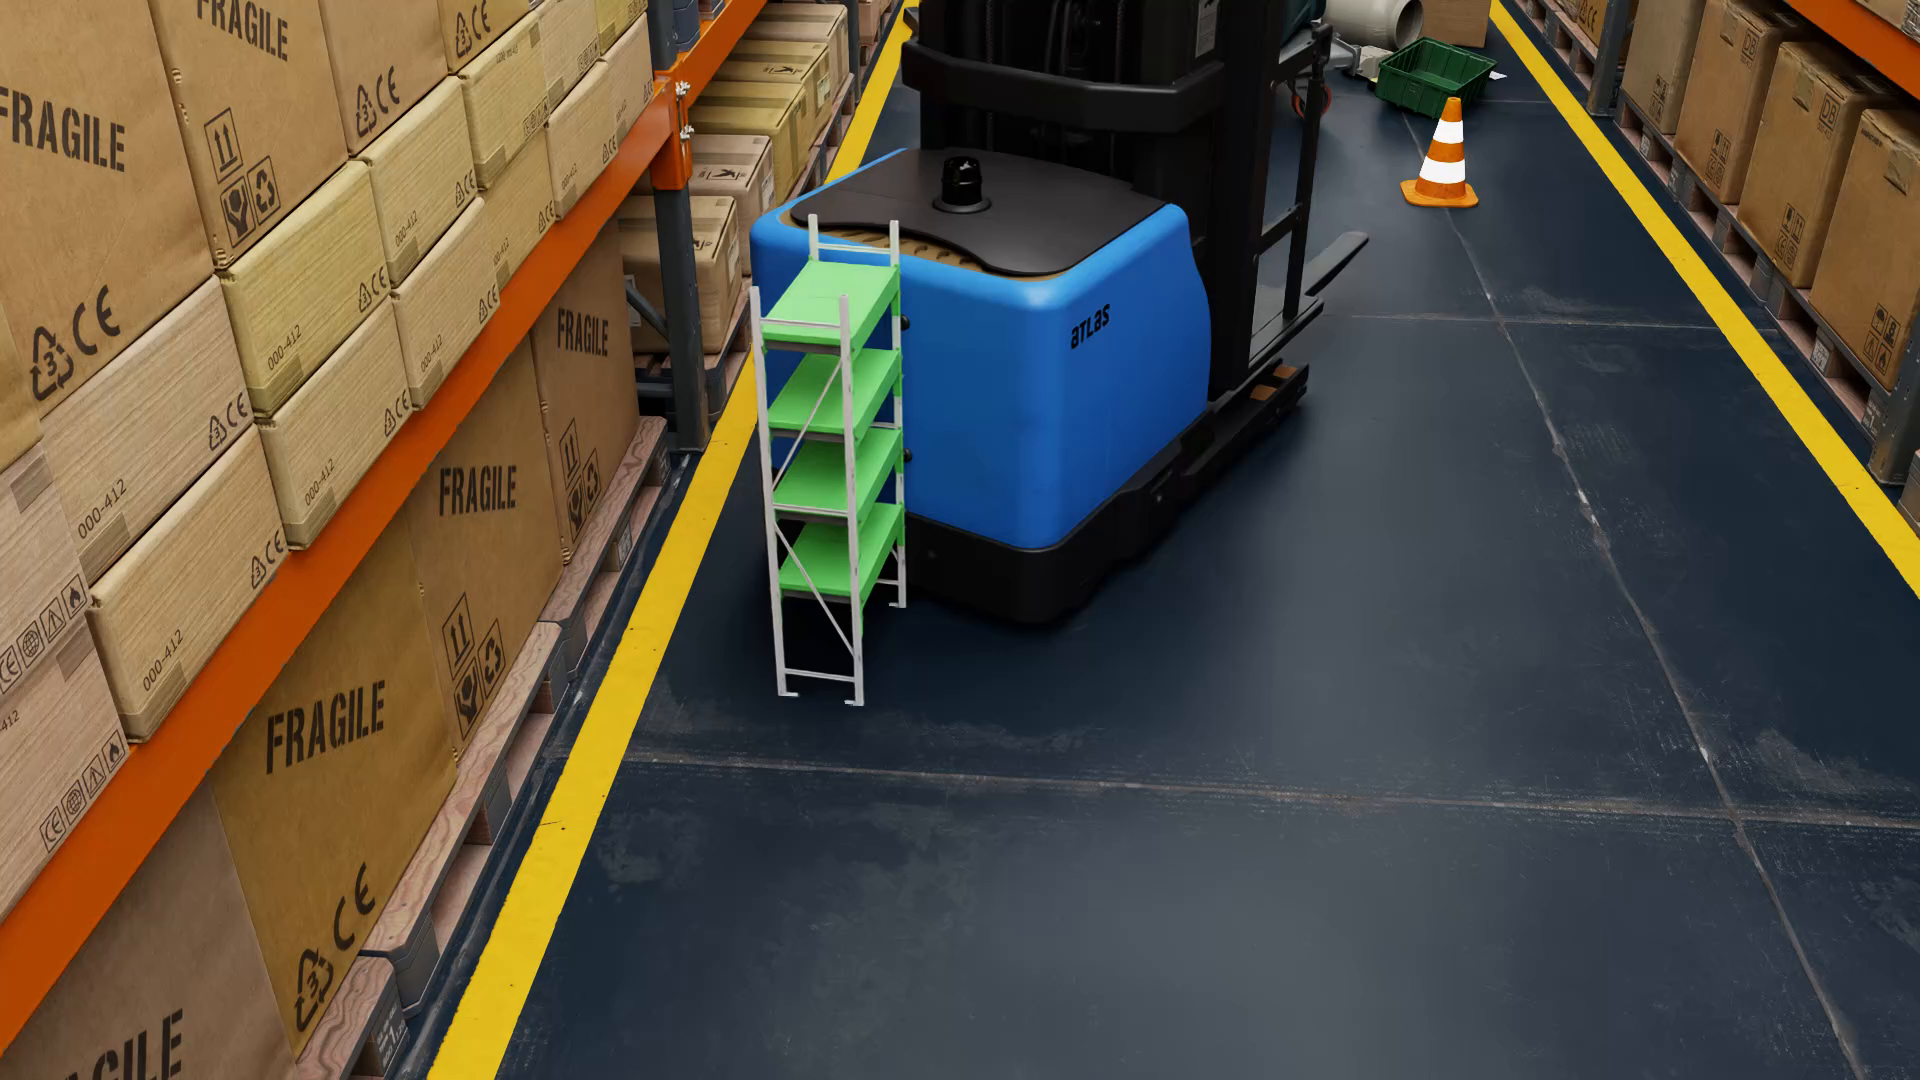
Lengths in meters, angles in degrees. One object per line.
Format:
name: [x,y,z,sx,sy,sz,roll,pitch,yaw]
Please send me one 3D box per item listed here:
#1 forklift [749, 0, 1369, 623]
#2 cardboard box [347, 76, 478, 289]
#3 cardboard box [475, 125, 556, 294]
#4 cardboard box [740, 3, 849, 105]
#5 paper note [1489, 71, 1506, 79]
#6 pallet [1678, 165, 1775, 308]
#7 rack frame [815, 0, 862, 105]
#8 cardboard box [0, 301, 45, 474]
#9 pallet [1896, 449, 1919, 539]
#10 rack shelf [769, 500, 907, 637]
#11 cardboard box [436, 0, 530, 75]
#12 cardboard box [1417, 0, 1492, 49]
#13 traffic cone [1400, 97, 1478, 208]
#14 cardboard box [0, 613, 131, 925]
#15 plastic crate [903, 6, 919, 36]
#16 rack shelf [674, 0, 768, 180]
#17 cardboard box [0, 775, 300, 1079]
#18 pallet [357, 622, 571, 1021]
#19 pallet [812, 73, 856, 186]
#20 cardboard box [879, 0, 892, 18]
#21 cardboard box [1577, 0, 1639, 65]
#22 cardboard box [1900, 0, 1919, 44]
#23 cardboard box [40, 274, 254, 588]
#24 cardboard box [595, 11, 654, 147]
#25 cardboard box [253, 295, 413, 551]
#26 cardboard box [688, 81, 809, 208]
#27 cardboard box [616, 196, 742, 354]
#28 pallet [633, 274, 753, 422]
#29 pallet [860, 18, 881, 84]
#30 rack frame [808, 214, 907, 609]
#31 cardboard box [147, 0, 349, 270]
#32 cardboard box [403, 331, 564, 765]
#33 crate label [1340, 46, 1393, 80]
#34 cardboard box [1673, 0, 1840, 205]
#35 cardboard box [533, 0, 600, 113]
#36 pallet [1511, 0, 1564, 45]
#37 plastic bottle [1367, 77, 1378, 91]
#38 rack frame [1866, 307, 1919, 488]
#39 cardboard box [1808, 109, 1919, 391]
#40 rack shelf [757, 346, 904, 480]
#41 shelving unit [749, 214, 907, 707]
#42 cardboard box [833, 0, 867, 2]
forklift: [0.601,-1.747,5.291,1.130,2.935,3.031,18,36,27]
cardboard box: [-1.263,-0.700,3.194,0.500,0.250,0.500,2,32,2]
cardboard box: [-1.240,-0.754,3.758,0.500,0.250,0.500,2,32,3]
cardboard box: [-1.090,-2.501,8.554,0.950,0.372,0.625,3,32,5]
paper note: [3.045,-2.683,9.575,0.147,0.020,0.142,-20,37,-29]
pallet: [3.808,-1.323,7.196,1.003,0.211,1.213,2,32,4]
rack frame: [-1.049,-3.715,8.420,1.000,3.000,0.127,2,32,4]
cardboard box: [-1.378,-0.218,1.697,0.500,0.500,0.500,3,32,5]
pallet: [3.502,0.130,4.837,1.003,0.211,1.213,2,32,4]
rack shelf: [-0.328,0.059,4.589,0.258,0.148,0.480,6,32,10]
cardboard box: [-1.237,-1.283,3.424,0.500,0.500,0.500,2,32,4]
cardboard box: [2.996,-3.349,10.206,0.500,0.500,0.500,8,32,12]
traffic cone: [2.278,-1.840,7.795,0.336,0.463,0.334,2,32,4]
cardboard box: [-1.402,0.313,2.026,0.500,0.250,0.500,2,32,3]
plastic crate: [-0.104,-3.258,10.461,0.402,0.080,0.583,-8,33,-13]
rack shelf: [-1.212,-2.363,6.912,1.077,0.370,4.000,2,32,4]
cardboard box: [-1.730,0.866,2.611,0.875,0.875,0.875,3,32,6]
pallet: [-1.616,0.608,4.061,1.003,0.211,1.213,2,32,4]
pallet: [-1.111,-2.121,8.491,1.003,0.211,1.213,2,32,4]
cardboard box: [-0.700,-3.300,9.967,0.500,0.250,0.500,4,32,7]
cardboard box: [4.013,-3.157,9.139,0.875,0.875,0.875,3,32,5]
cardboard box: [3.336,-1.755,5.143,0.500,0.500,0.500,2,32,4]
cardboard box: [-1.369,-0.173,2.338,0.500,0.250,0.500,3,32,5]
cardboard box: [-1.157,-1.285,4.618,0.500,0.250,0.500,1,32,2]
cardboard box: [-1.304,-0.225,2.899,0.500,0.250,0.500,2,32,4]
cardboard box: [-1.200,-1.761,7.354,0.950,0.372,0.625,3,32,6]
cardboard box: [-1.319,-0.979,6.084,0.950,0.372,0.625,0,32,1]
pallet: [-1.310,-0.845,6.420,1.003,0.211,1.213,2,32,4]
pallet: [-1.030,-2.881,9.724,1.003,0.211,1.213,2,32,4]
rack frame: [-0.277,-0.324,4.633,0.240,1.200,0.015,6,32,10]
cardboard box: [-1.321,-0.748,2.556,0.500,0.500,0.500,2,32,3]
cardboard box: [-1.591,-0.074,4.136,0.875,0.875,0.875,3,32,5]
crate label: [2.350,-2.756,9.592,0.298,0.136,0.250,-20,37,-29]
cardboard box: [3.849,-1.945,7.291,1.050,0.750,0.750,2,32,4]
cardboard box: [-1.199,-1.240,4.070,0.500,0.250,0.500,2,32,3]
pallet: [4.129,-3.404,10.572,1.003,0.211,1.213,2,32,4]
plastic bottle: [2.411,-2.515,9.273,0.133,0.061,0.283,-14,34,-21]
rack frame: [3.567,-1.465,4.769,1.000,3.000,0.127,2,32,4]
cardboard box: [3.706,-1.001,5.759,1.050,0.750,0.750,2,32,3]
rack shelf: [-0.328,-0.349,4.337,0.258,0.148,0.480,6,32,10]
shelving unit: [-0.328,-0.199,4.430,0.258,1.200,0.503,6,32,10]
cardboard box: [-0.732,-3.340,9.316,0.500,0.500,0.500,4,32,6]
